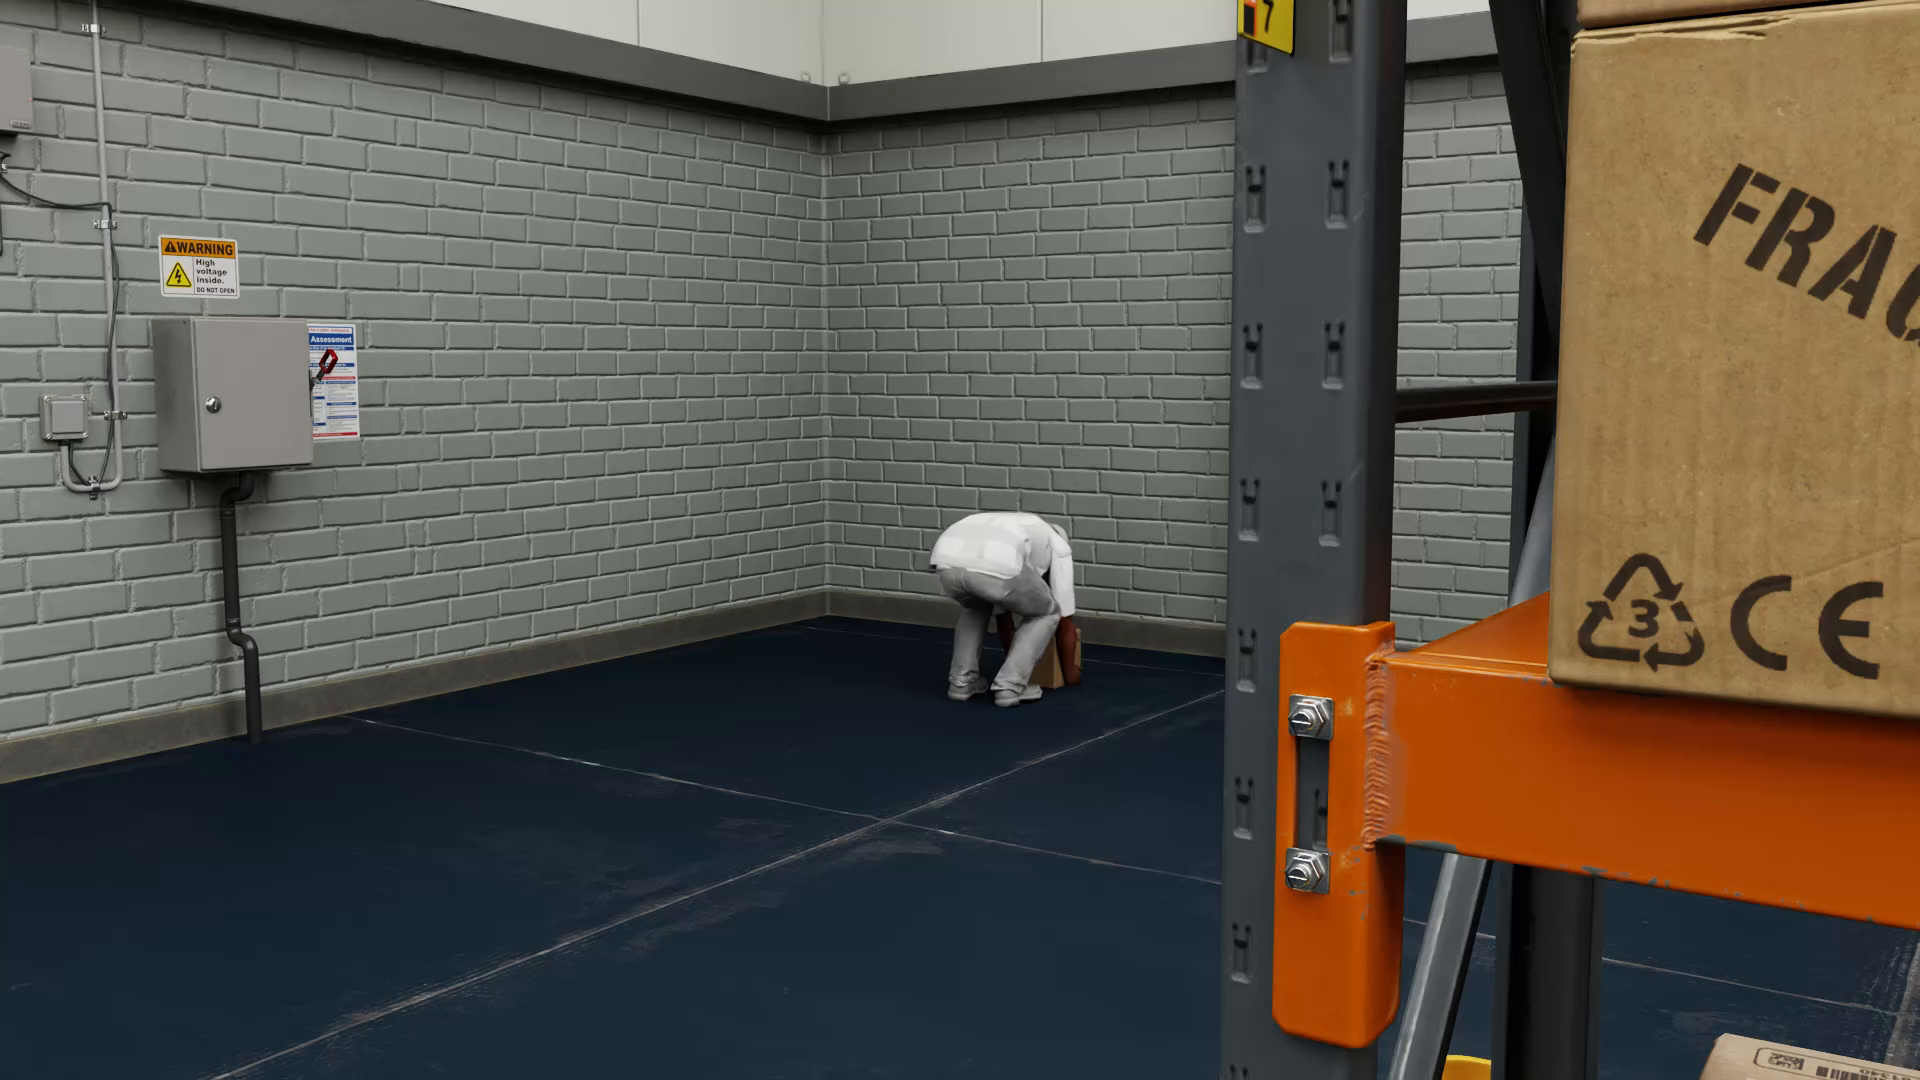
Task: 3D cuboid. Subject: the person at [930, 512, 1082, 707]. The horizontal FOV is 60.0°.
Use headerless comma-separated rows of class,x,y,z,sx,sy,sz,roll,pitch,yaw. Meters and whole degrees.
person,0.235,0.295,7.728,0.515,0.874,0.980,4,7,31
